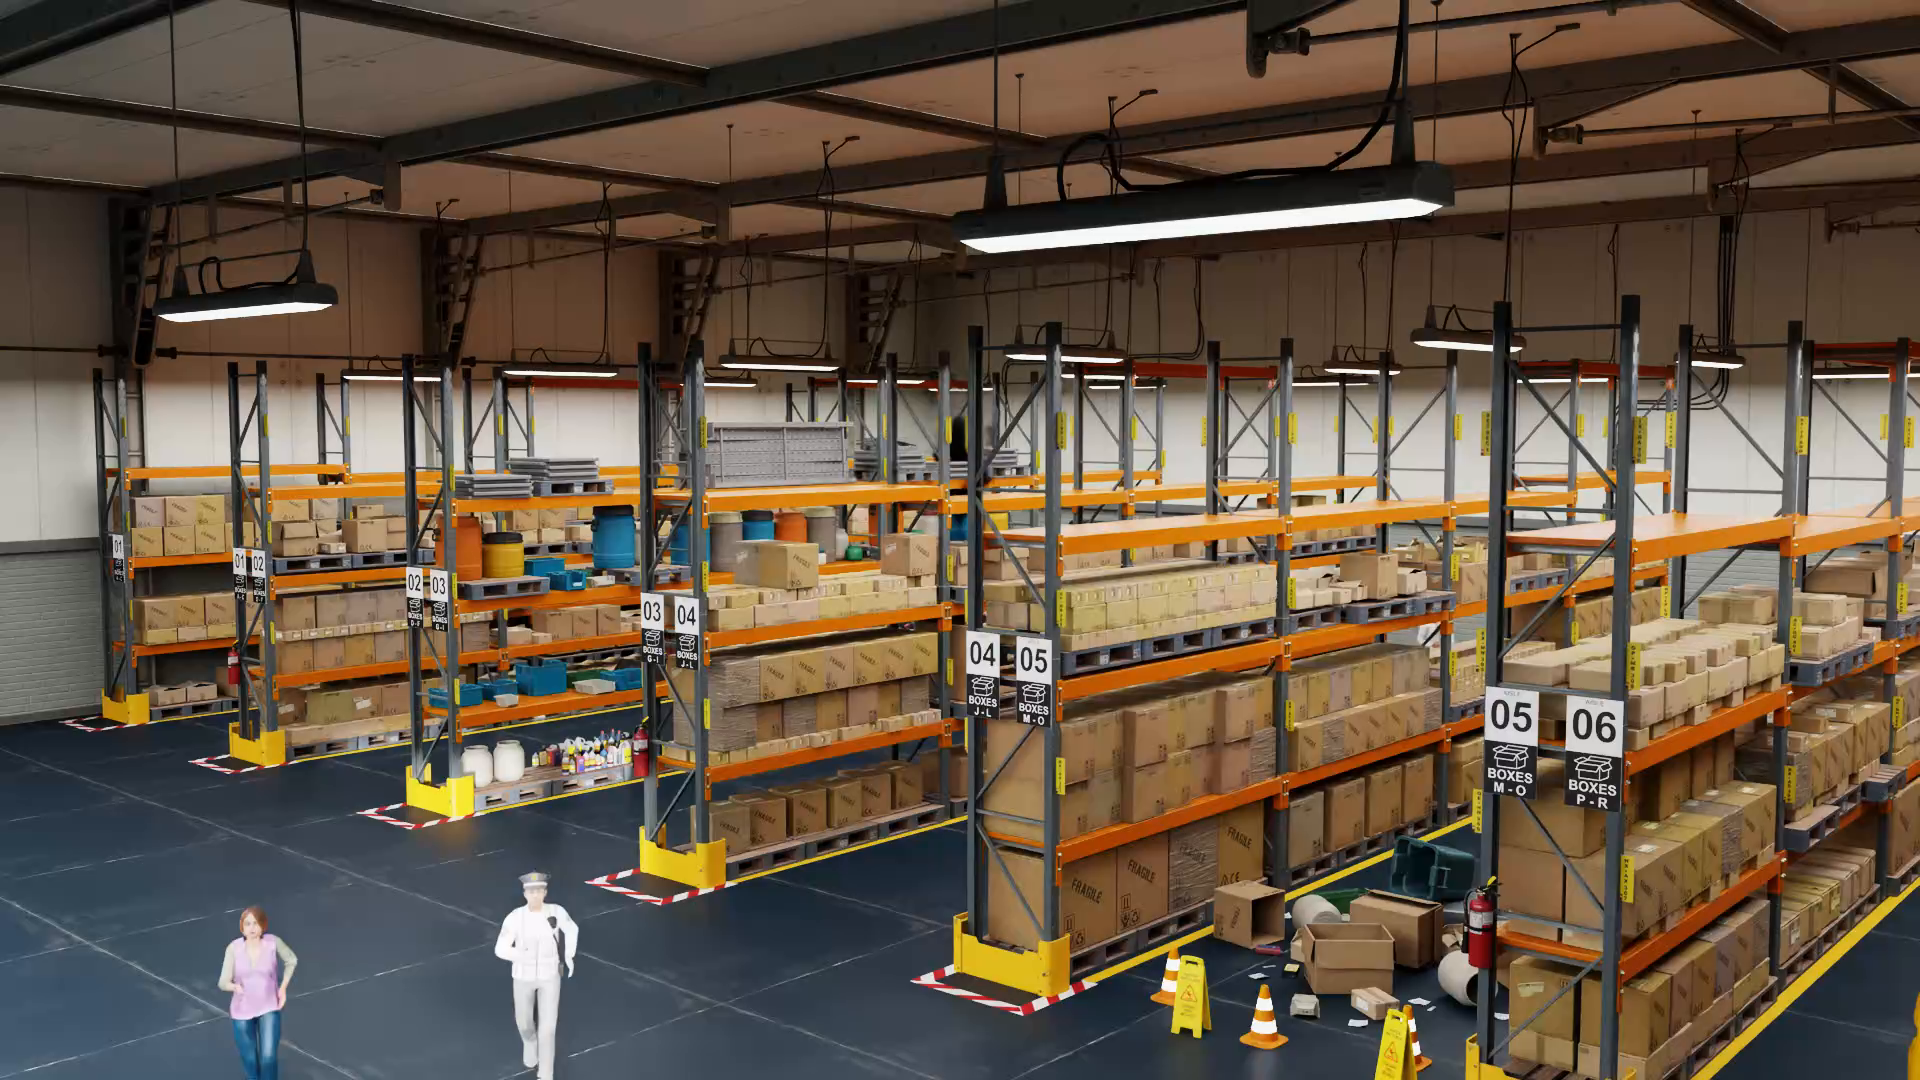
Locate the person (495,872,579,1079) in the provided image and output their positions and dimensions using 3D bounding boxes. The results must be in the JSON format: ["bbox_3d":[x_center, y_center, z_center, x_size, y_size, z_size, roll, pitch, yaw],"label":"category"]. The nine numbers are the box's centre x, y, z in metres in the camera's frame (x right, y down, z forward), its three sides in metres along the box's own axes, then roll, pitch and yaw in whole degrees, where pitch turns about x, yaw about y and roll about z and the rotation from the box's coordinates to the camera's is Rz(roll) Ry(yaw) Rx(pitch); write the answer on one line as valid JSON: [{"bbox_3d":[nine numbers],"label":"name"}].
[{"bbox_3d":[-3.240,3.360,12.758,0.611,1.679,0.939,-1,4,-12],"label":"person"}]

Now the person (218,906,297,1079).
[{"bbox_3d":[-5.122,3.478,12.125,0.514,1.614,0.630,-1,4,-16],"label":"person"}]

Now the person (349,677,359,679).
[{"bbox_3d":[-10.113,2.305,27.893,0.565,1.654,0.791,3,5,36],"label":"person"}]

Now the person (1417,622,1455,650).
[{"bbox_3d":[8.586,2.079,29.969,0.716,1.782,0.680,0,4,-1],"label":"person"}]
